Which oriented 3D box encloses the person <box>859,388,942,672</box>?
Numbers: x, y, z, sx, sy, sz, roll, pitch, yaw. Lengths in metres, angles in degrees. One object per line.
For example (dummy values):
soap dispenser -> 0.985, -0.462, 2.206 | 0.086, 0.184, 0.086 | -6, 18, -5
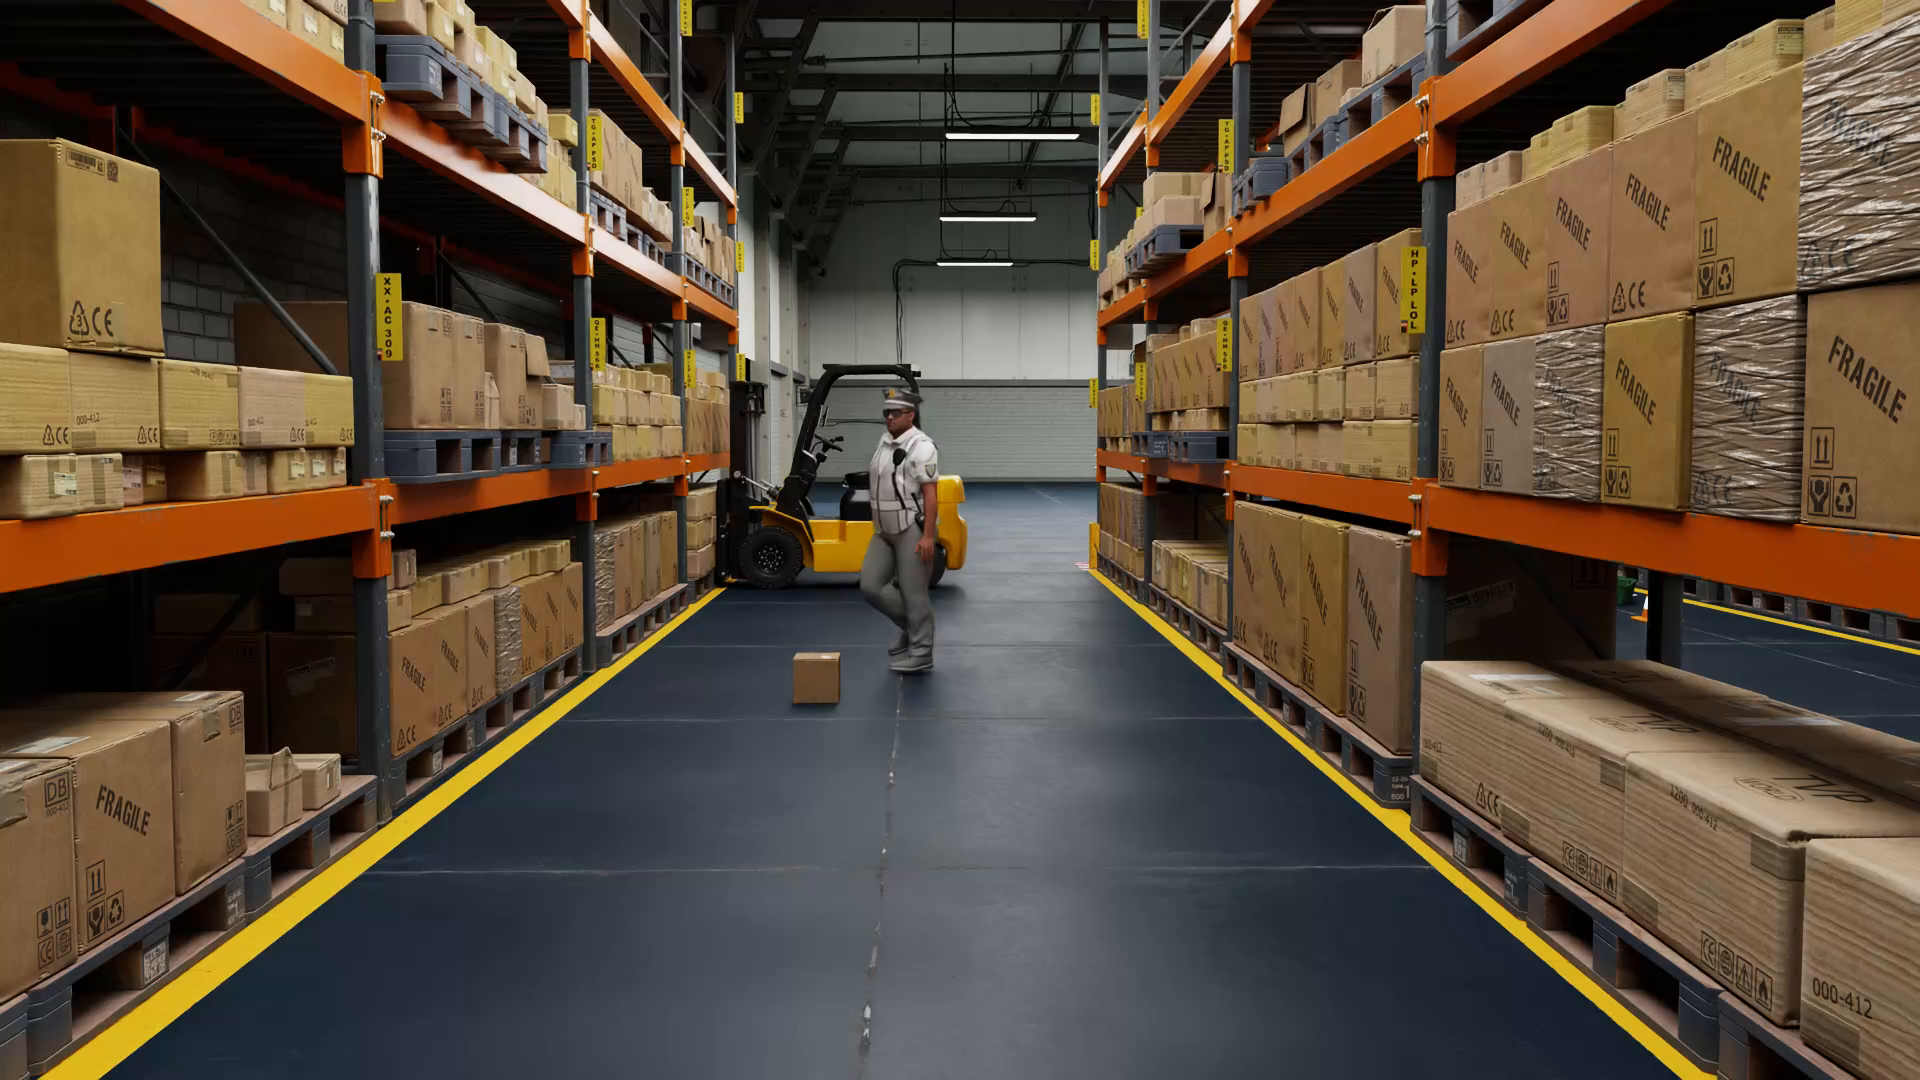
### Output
person -> -0.312, -0.061, 10.337 | 0.526, 1.755, 0.593 | -3, 5, -40
